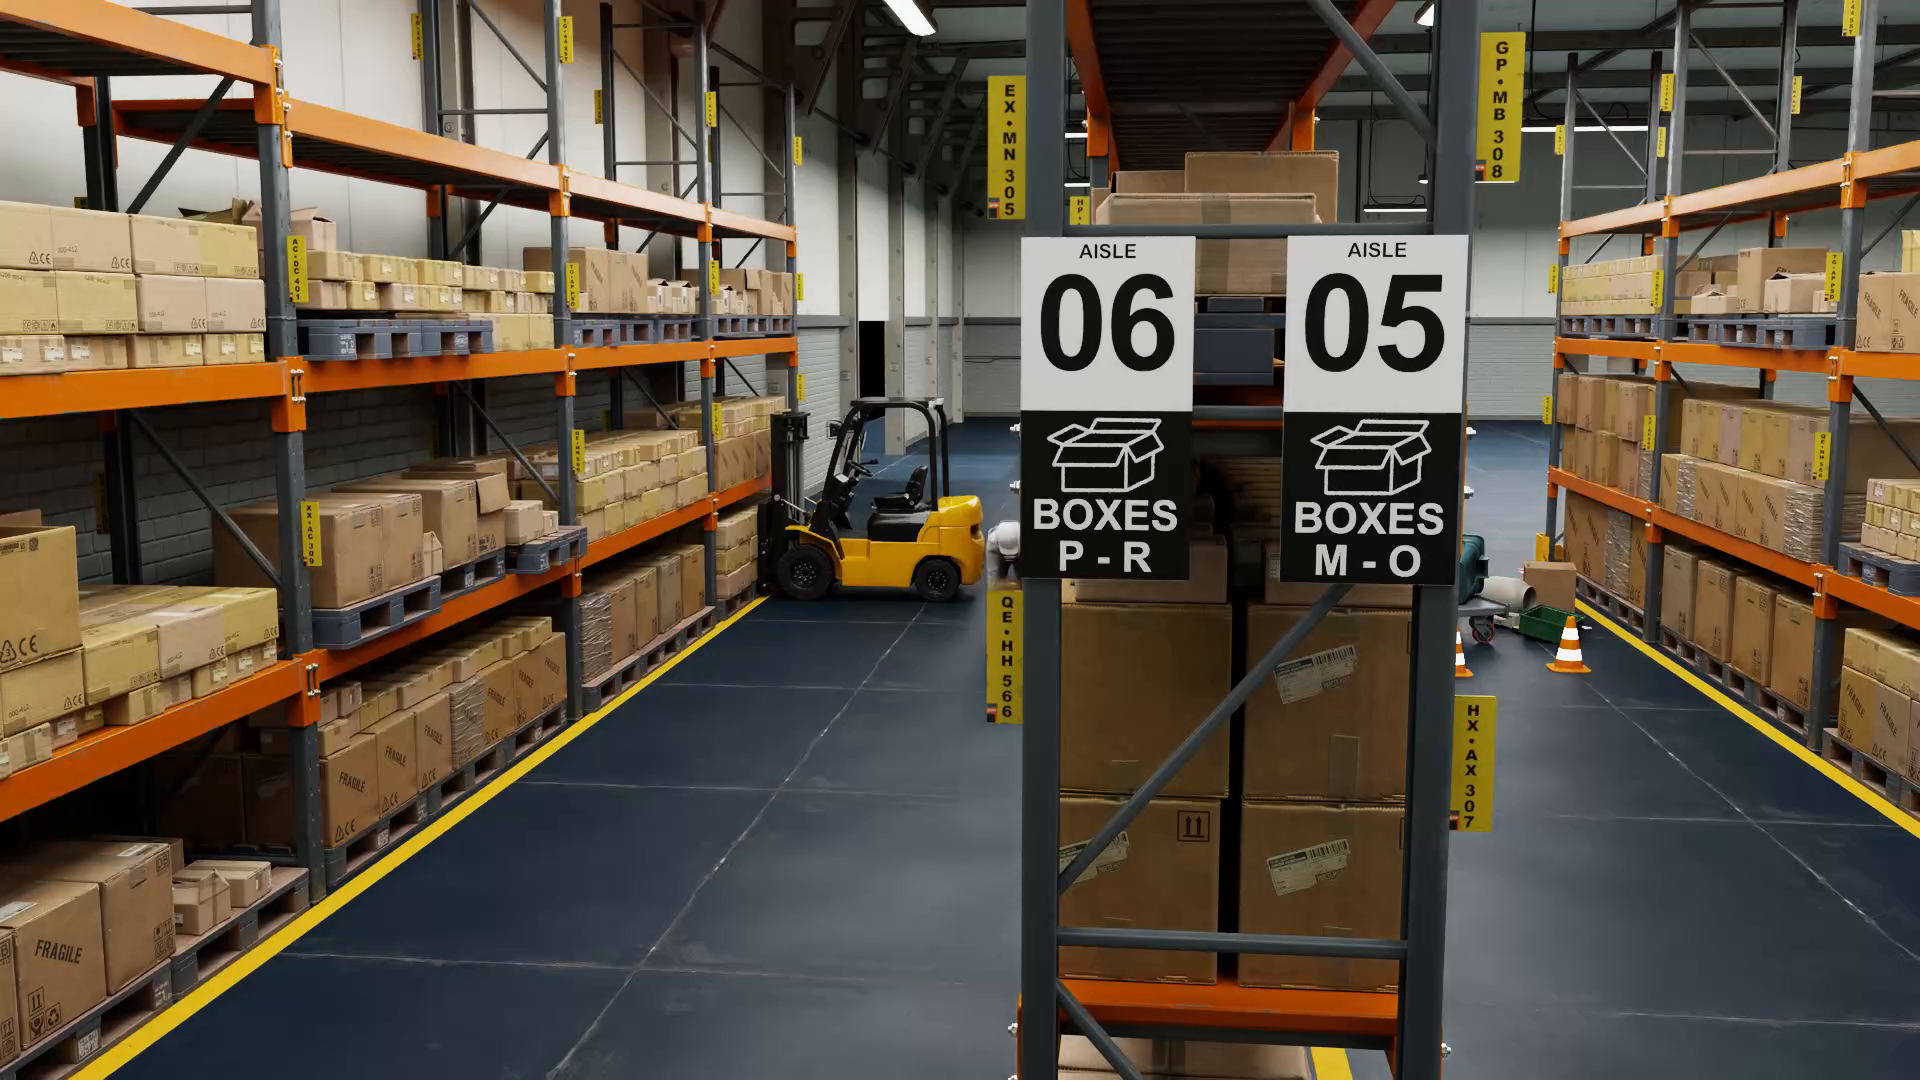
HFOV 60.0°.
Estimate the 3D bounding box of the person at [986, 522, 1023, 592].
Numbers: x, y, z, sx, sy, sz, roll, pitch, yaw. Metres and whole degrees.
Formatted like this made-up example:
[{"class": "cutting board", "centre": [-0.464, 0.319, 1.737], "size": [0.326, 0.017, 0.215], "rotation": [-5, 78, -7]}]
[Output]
[{"class": "person", "centre": [0.469, 0.399, 15.358], "size": [0.459, 1.202, 0.995], "rotation": [0, 8, 4]}]
